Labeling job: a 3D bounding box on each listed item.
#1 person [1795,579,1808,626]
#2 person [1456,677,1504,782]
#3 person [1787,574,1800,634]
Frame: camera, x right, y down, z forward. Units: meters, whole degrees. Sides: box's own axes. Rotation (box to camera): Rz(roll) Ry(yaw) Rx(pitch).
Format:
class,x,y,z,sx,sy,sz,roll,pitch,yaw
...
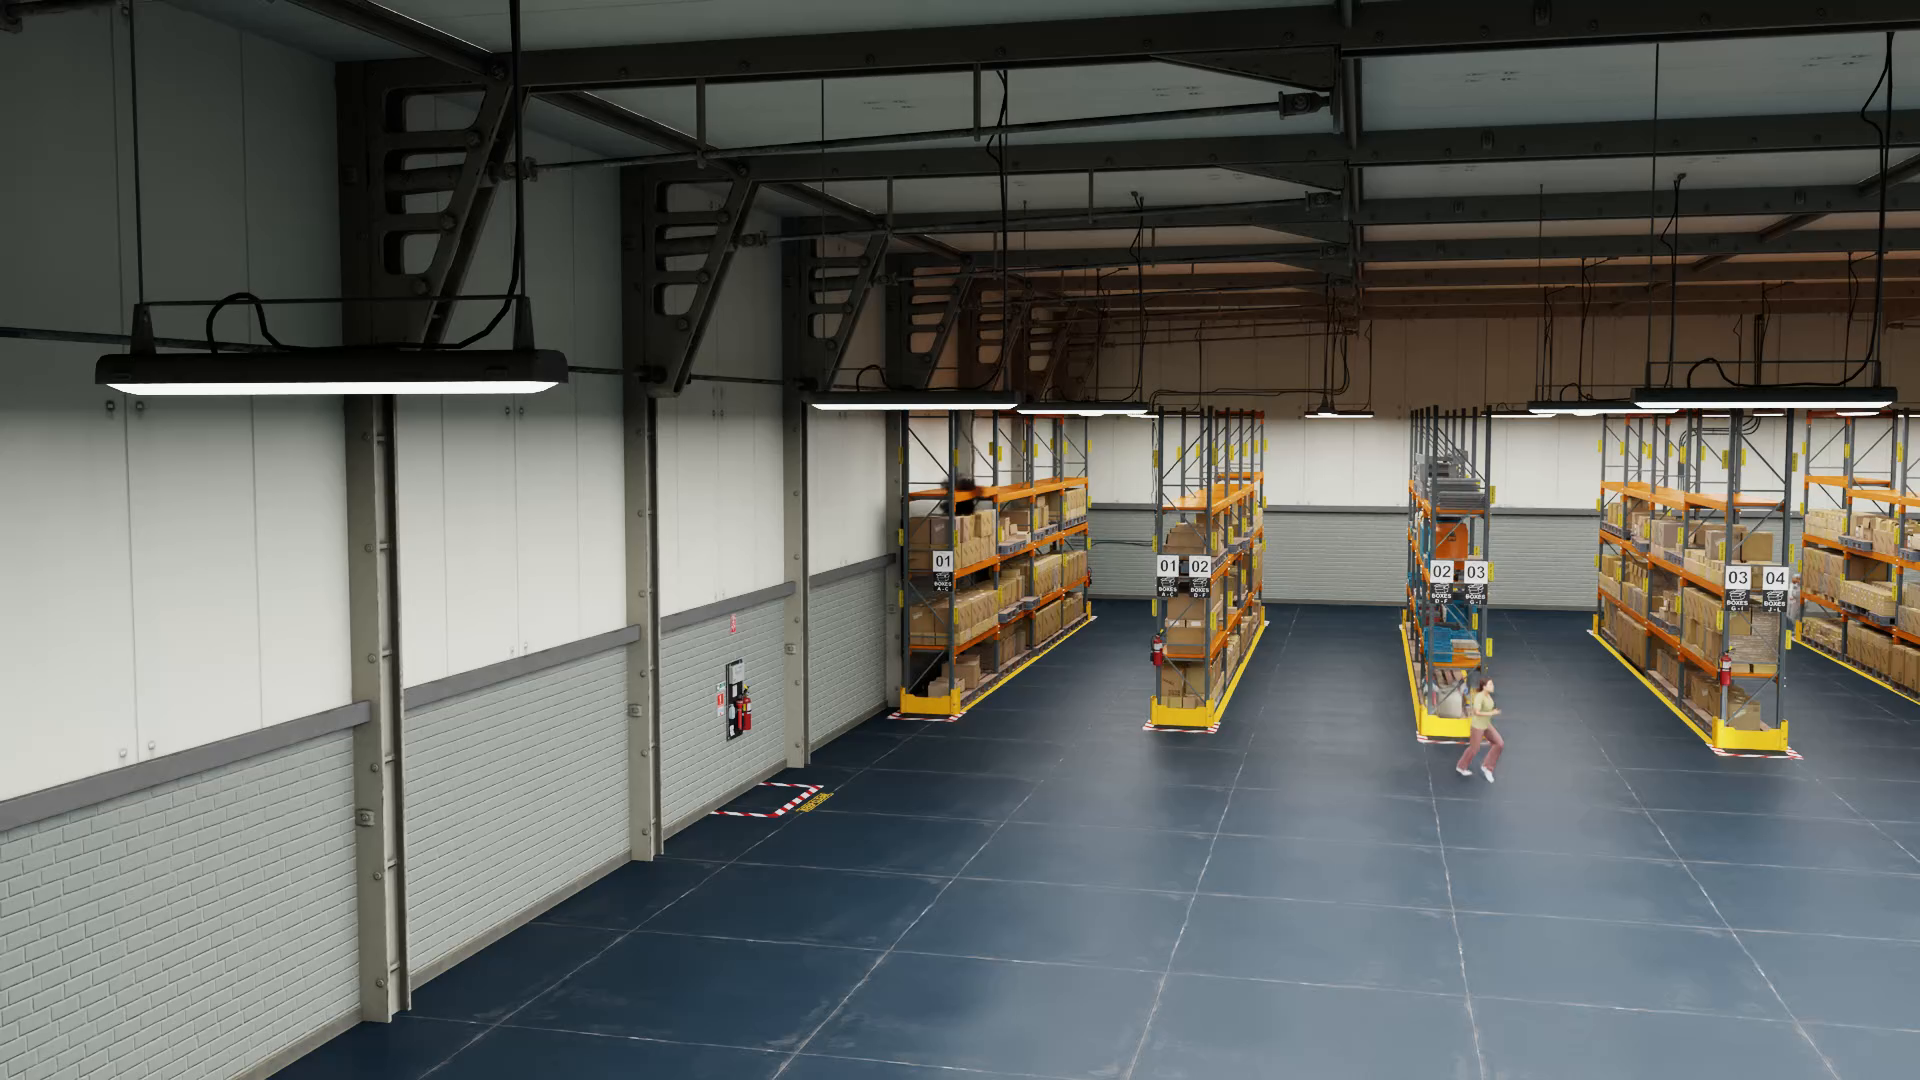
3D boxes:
class,x,y,z,sx,sy,sz,roll,pitch,yaw
person,22.557,1.793,44.518,0.503,1.516,0.616,2,4,20
person,8.259,2.993,26.434,0.795,1.670,0.602,4,6,45
person,22.393,1.712,44.686,0.531,1.621,0.598,-1,4,-12
